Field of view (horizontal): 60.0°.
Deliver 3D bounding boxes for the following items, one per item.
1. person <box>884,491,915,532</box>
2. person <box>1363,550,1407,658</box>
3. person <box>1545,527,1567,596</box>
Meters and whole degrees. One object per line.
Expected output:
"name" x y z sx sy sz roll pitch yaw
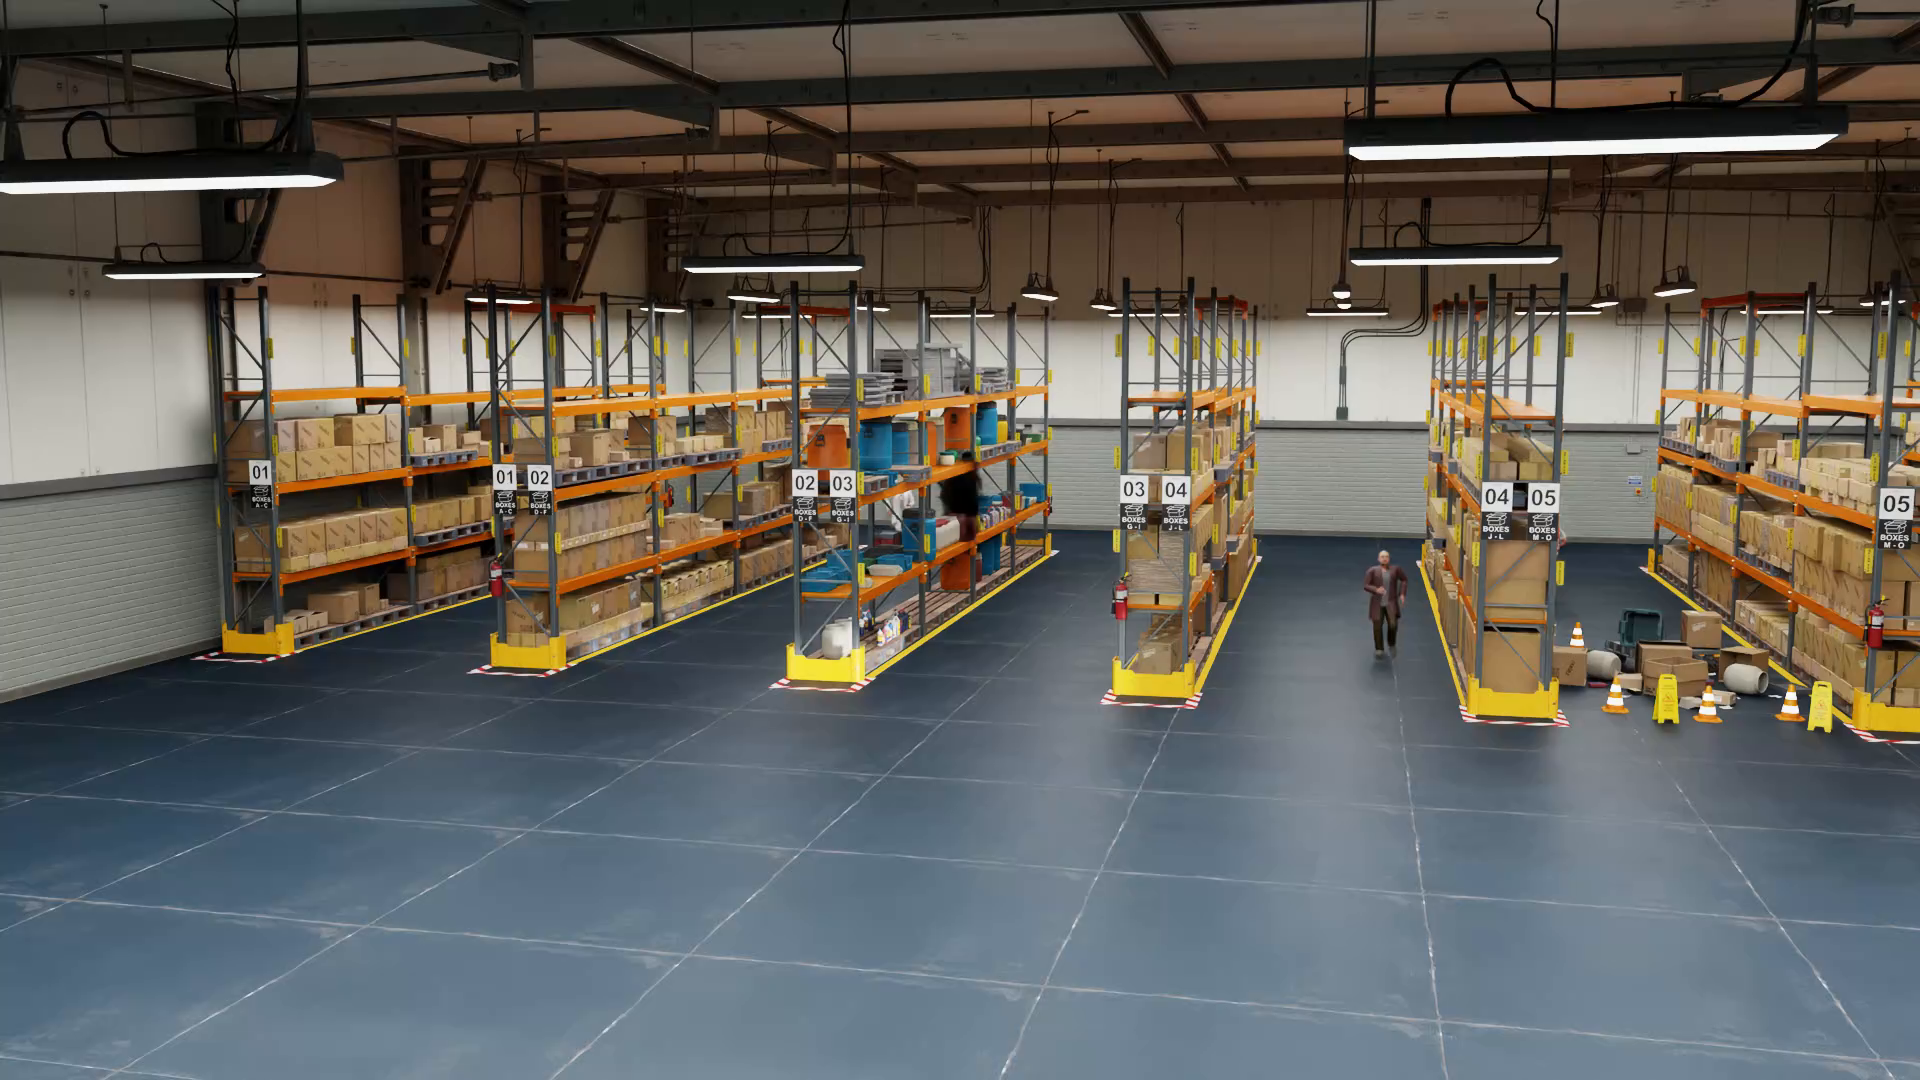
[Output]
"person" -1.471 -0.579 40.979 0.745 1.795 1.002 -2 7 -15
"person" 6.859 1.046 26.824 0.706 1.745 0.693 1 7 10
"person" 11.908 0.276 33.652 0.653 1.737 0.621 0 7 4
